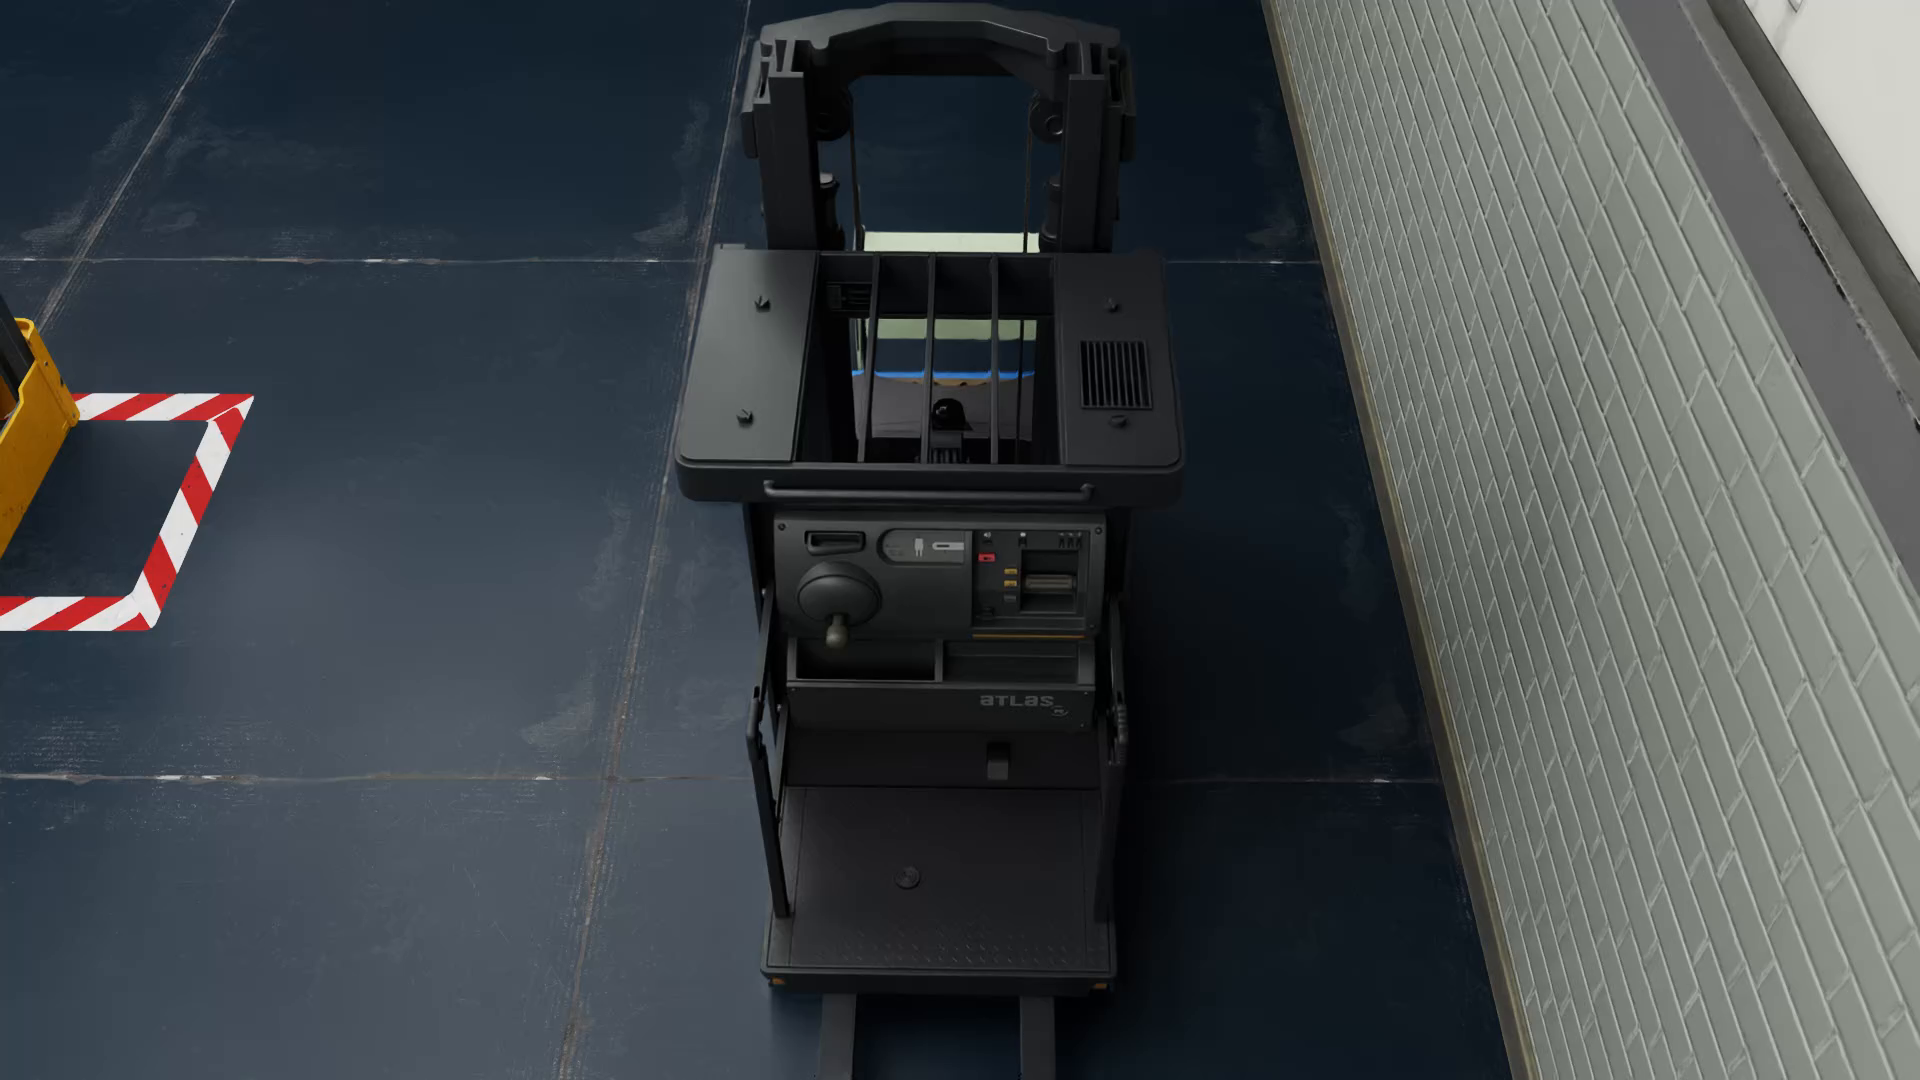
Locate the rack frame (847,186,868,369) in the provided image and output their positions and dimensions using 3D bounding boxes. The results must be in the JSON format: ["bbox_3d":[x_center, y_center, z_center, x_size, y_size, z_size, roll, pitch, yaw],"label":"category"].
[{"bbox_3d":[-0.367,-0.592,6.276,0.023,1.500,0.400,1,47,1],"label":"rack frame"}]

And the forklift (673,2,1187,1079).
[{"bbox_3d":[-0.057,0.213,4.549,1.130,2.935,3.031,1,47,1],"label":"forklift"}]

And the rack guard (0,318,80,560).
[{"bbox_3d":[-4.010,-0.324,6.710,0.348,0.500,1.175,0,47,0],"label":"rack guard"}]

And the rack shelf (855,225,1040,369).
[{"bbox_3d":[-0.001,-0.854,5.987,0.720,0.370,0.431,1,47,1],"label":"rack shelf"}]

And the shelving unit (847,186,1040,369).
[{"bbox_3d":[-0.001,-0.588,6.272,0.755,1.500,0.431,1,47,1],"label":"shelving unit"}]

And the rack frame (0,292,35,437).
[{"bbox_3d":[-3.934,-1.175,5.795,0.127,3.000,1.000,0,47,0],"label":"rack frame"}]
